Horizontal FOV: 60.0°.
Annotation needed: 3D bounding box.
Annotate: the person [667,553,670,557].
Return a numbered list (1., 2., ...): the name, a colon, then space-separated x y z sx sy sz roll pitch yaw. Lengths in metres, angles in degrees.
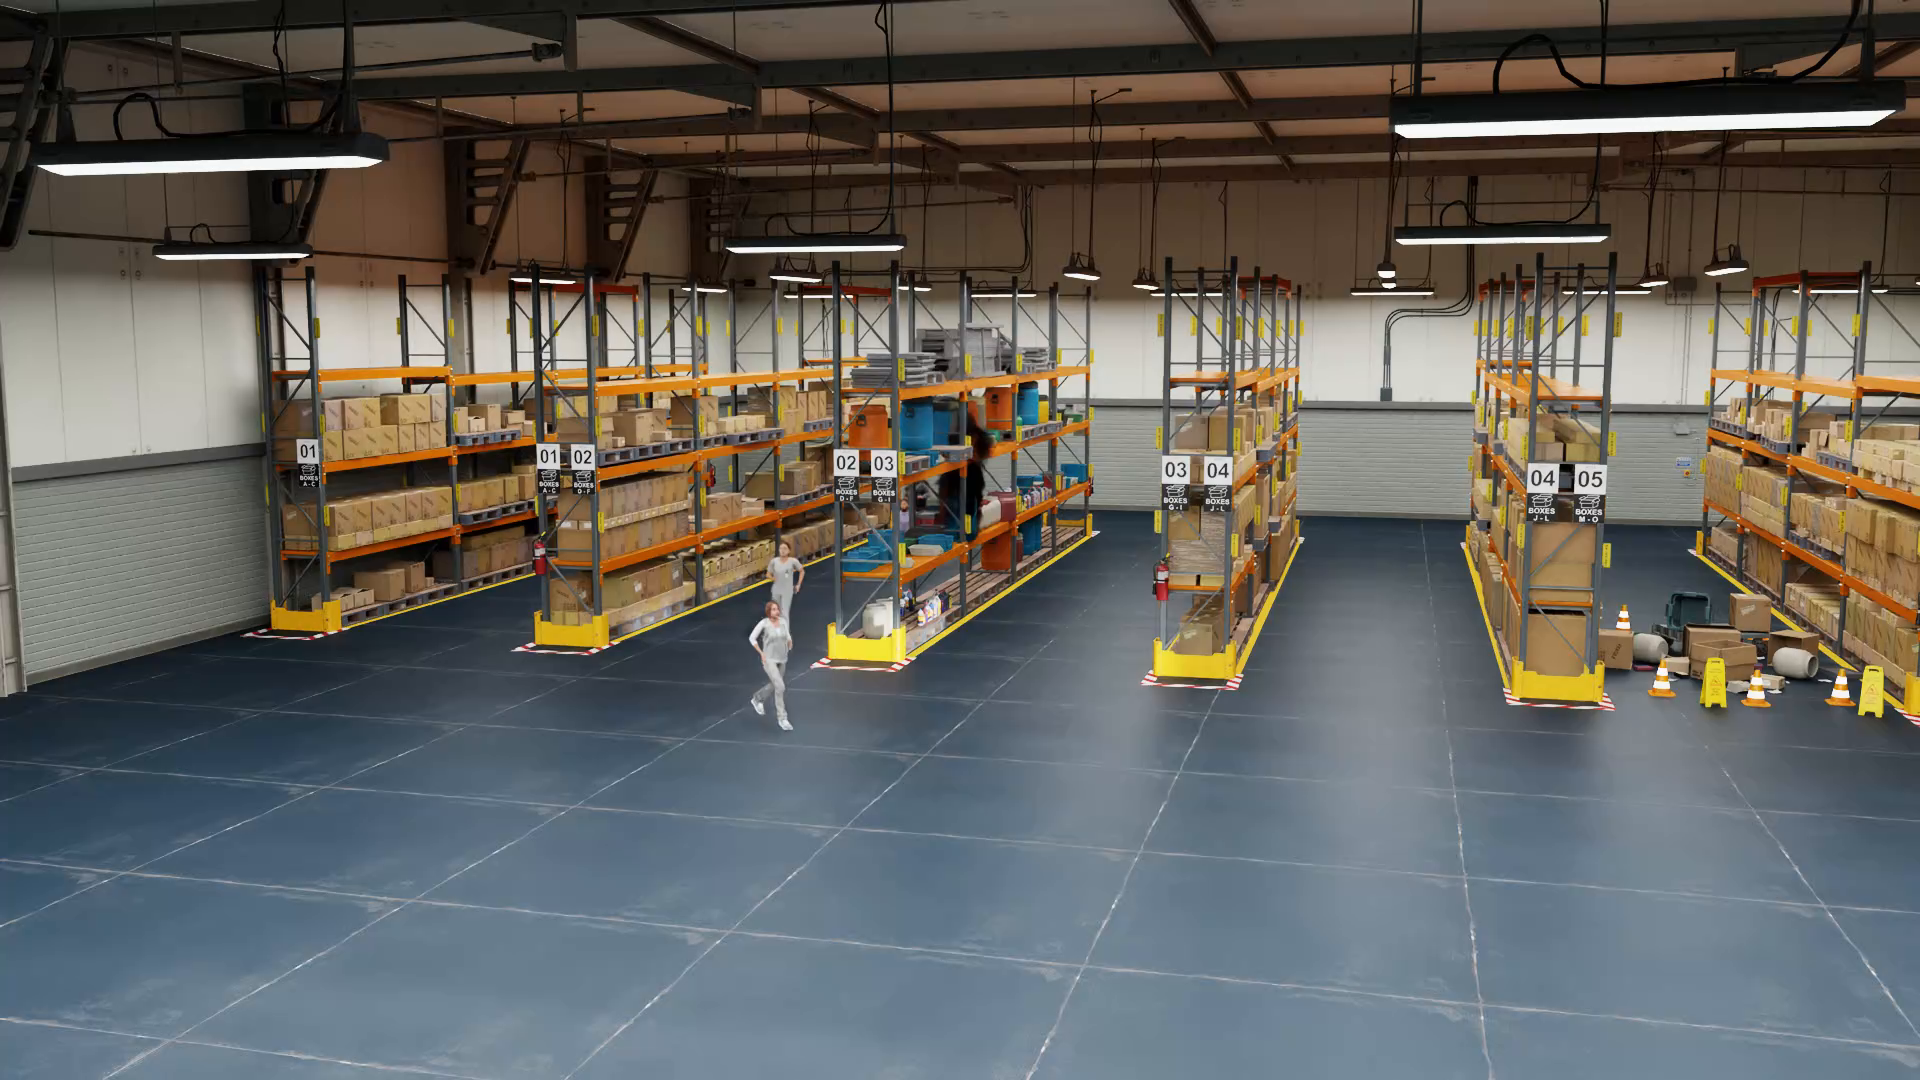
1. person: -6.316 -0.375 35.425 0.660 1.805 0.969 1 7 6

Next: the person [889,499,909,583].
1. person: -1.108 0.019 33.079 0.592 1.699 0.725 2 7 13

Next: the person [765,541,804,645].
1. person: -2.749 0.871 25.998 0.581 1.726 0.742 1 7 7

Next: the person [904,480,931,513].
1. person: -0.988 -0.742 38.497 0.670 1.740 0.962 1 7 9

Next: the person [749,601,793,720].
1. person: -2.389 1.500 21.065 0.526 1.506 0.709 -7 10 -43
